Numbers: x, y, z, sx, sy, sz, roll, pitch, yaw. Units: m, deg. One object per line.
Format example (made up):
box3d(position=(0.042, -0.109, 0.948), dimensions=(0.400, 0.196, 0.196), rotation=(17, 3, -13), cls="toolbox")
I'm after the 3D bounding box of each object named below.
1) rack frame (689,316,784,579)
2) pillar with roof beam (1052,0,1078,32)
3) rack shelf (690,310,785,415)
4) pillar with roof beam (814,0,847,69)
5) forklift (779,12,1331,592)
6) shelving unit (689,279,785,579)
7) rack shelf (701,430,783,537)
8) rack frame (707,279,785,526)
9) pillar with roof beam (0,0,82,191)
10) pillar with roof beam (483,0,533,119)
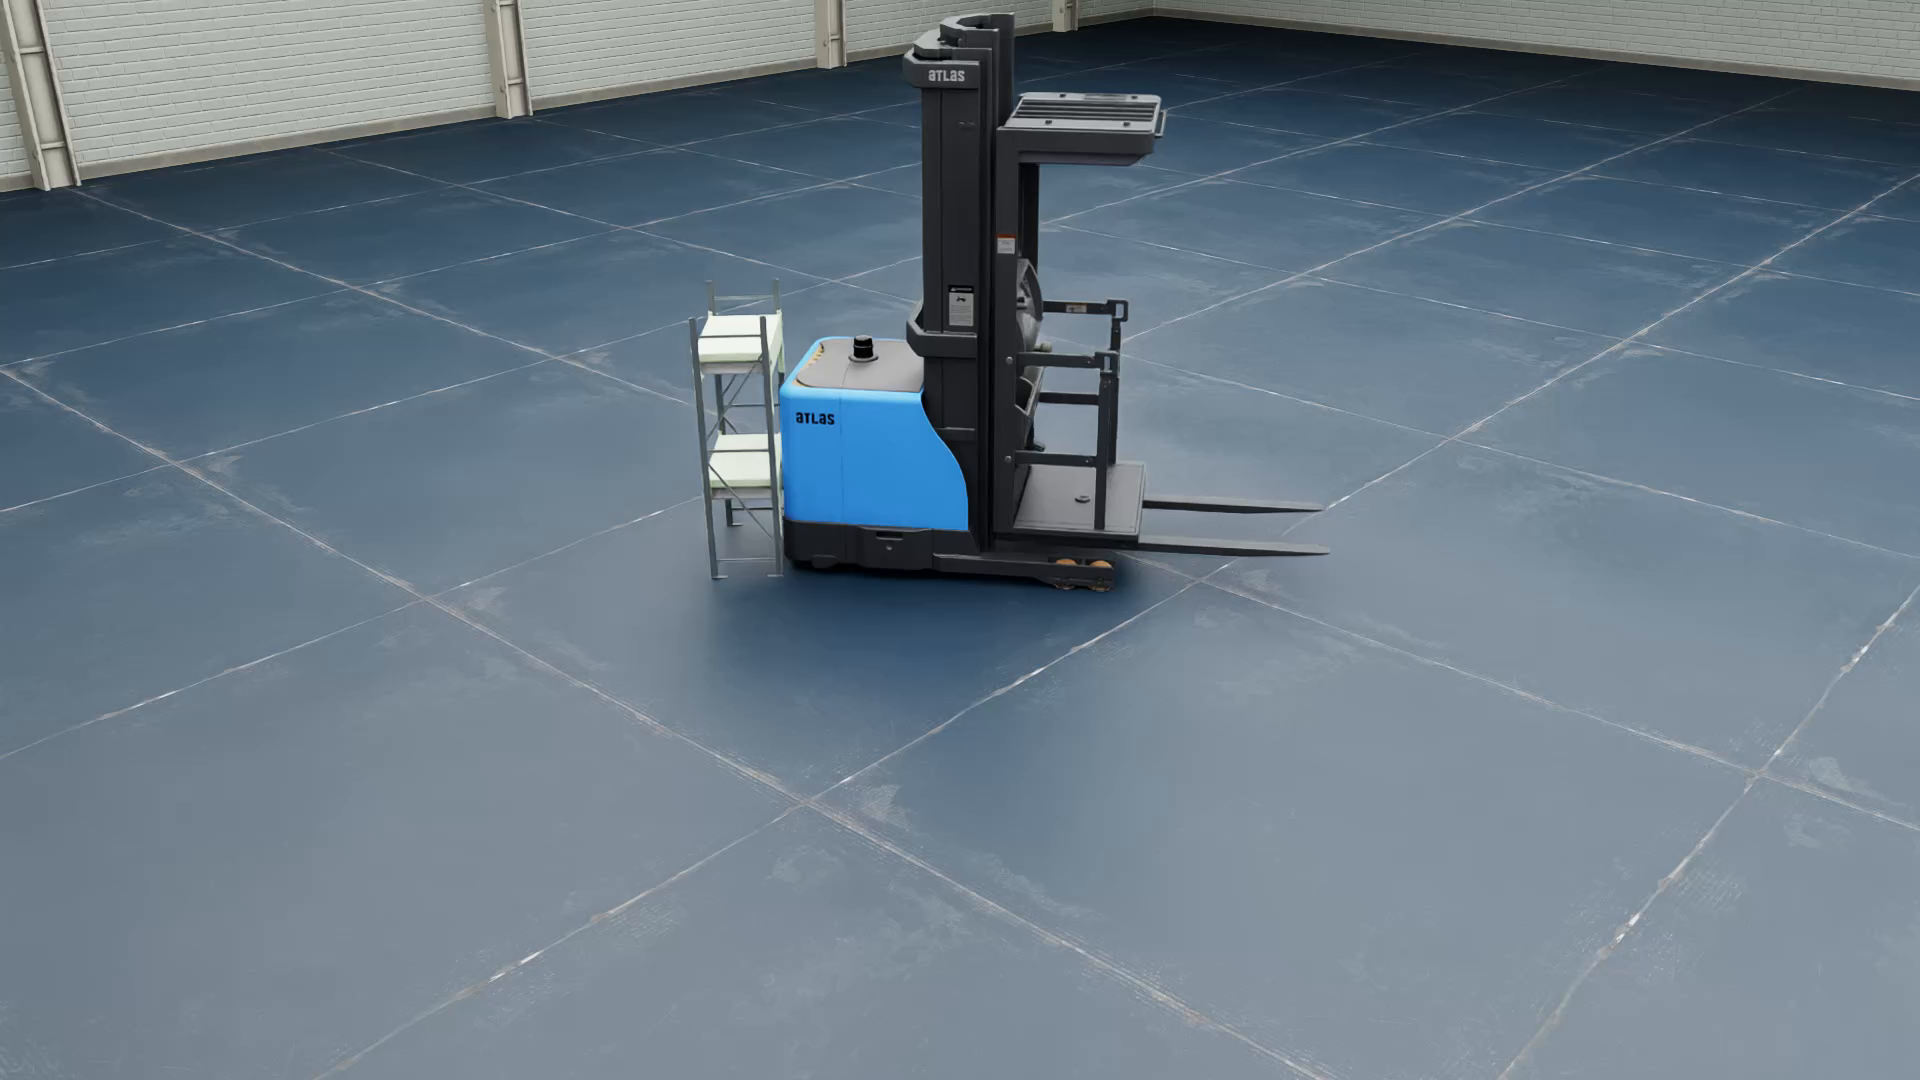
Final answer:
box3d(position=(-1.198, -0.476, 8.968), dimensions=(0.400, 1.500, 0.023), rotation=(-1, 24, 0), cls="rack frame")
box3d(position=(5.145, -12.370, 26.340), dimensions=(9.100, 9.000, 0.400), rotation=(20, 31, 38), cls="pillar with roof beam")
box3d(position=(-1.209, -0.982, 9.142), dimensions=(0.431, 0.370, 0.720), rotation=(-1, 24, 0), cls="rack shelf")
box3d(position=(1.140, -10.542, 22.263), dimensions=(9.100, 9.000, 0.400), rotation=(20, 31, 38), cls="pillar with roof beam")
box3d(position=(0.565, -1.285, 9.034), dimensions=(3.031, 2.935, 1.130), rotation=(3, 24, 8), cls="forklift")
box3d(position=(-1.202, -0.626, 9.302), dimensions=(0.431, 1.500, 0.755), rotation=(-1, 24, 0), cls="shelving unit")
box3d(position=(-1.196, -0.328, 9.435), dimensions=(0.431, 0.370, 0.720), rotation=(-1, 24, 0), cls="rack shelf")
box3d(position=(-1.206, -0.775, 9.636), dimensions=(0.400, 1.500, 0.023), rotation=(-1, 24, 0), cls="rack frame")
box3d(position=(-6.869, -6.886, 14.109), dimensions=(9.100, 9.000, 0.400), rotation=(20, 31, 38), cls="pillar with roof beam")
box3d(position=(-2.864, -8.714, 18.186), dimensions=(9.100, 9.000, 0.400), rotation=(20, 31, 38), cls="pillar with roof beam")
